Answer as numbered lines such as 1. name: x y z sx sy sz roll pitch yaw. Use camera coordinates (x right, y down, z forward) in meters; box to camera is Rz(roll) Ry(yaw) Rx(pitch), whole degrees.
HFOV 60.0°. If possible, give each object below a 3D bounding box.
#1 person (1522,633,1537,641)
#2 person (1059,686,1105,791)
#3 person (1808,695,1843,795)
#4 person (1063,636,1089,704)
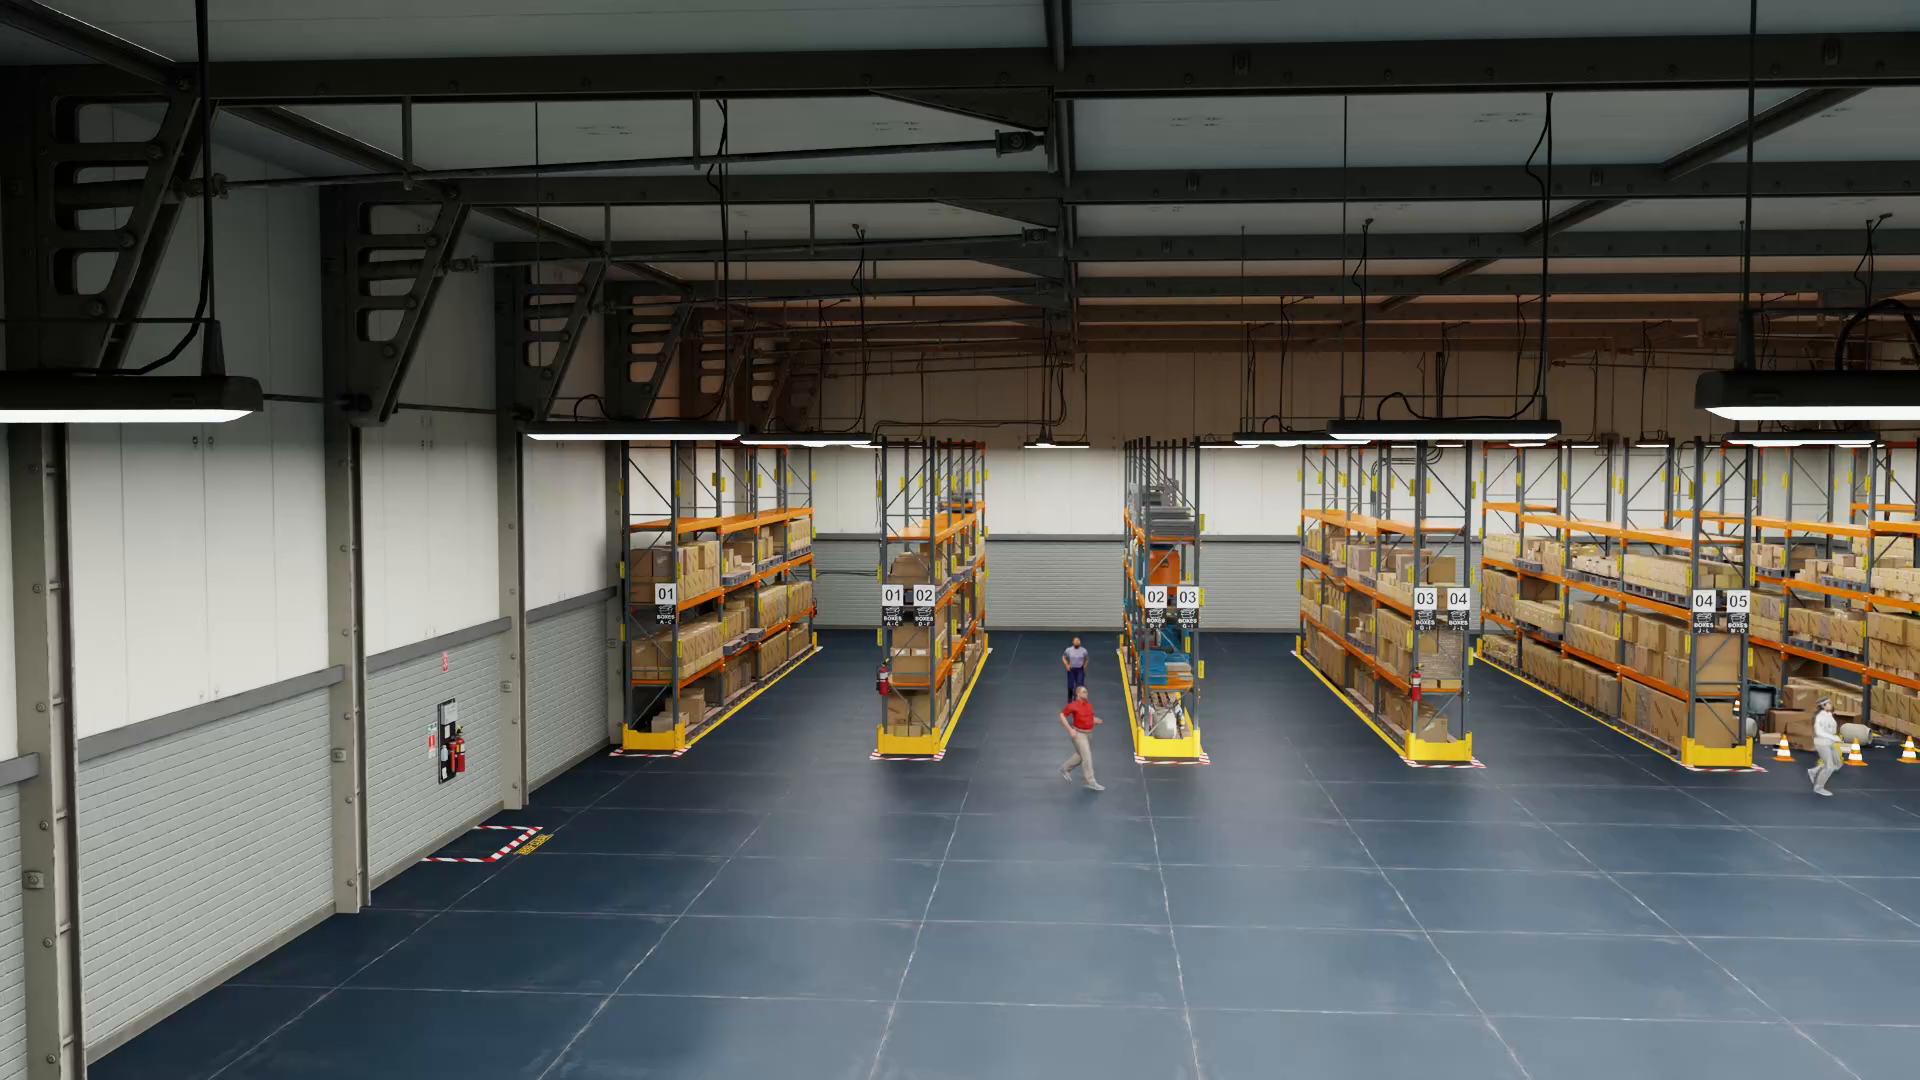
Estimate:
1. person: 16.394 2.260 48.090 0.916 1.772 0.662 -1 3 -18
2. person: 2.055 3.329 28.174 0.985 1.712 0.677 2 4 36
3. person: 14.431 3.412 27.715 0.561 1.664 0.658 3 4 43
4. person: 2.578 2.944 36.974 0.579 1.600 0.543 0 3 -1
